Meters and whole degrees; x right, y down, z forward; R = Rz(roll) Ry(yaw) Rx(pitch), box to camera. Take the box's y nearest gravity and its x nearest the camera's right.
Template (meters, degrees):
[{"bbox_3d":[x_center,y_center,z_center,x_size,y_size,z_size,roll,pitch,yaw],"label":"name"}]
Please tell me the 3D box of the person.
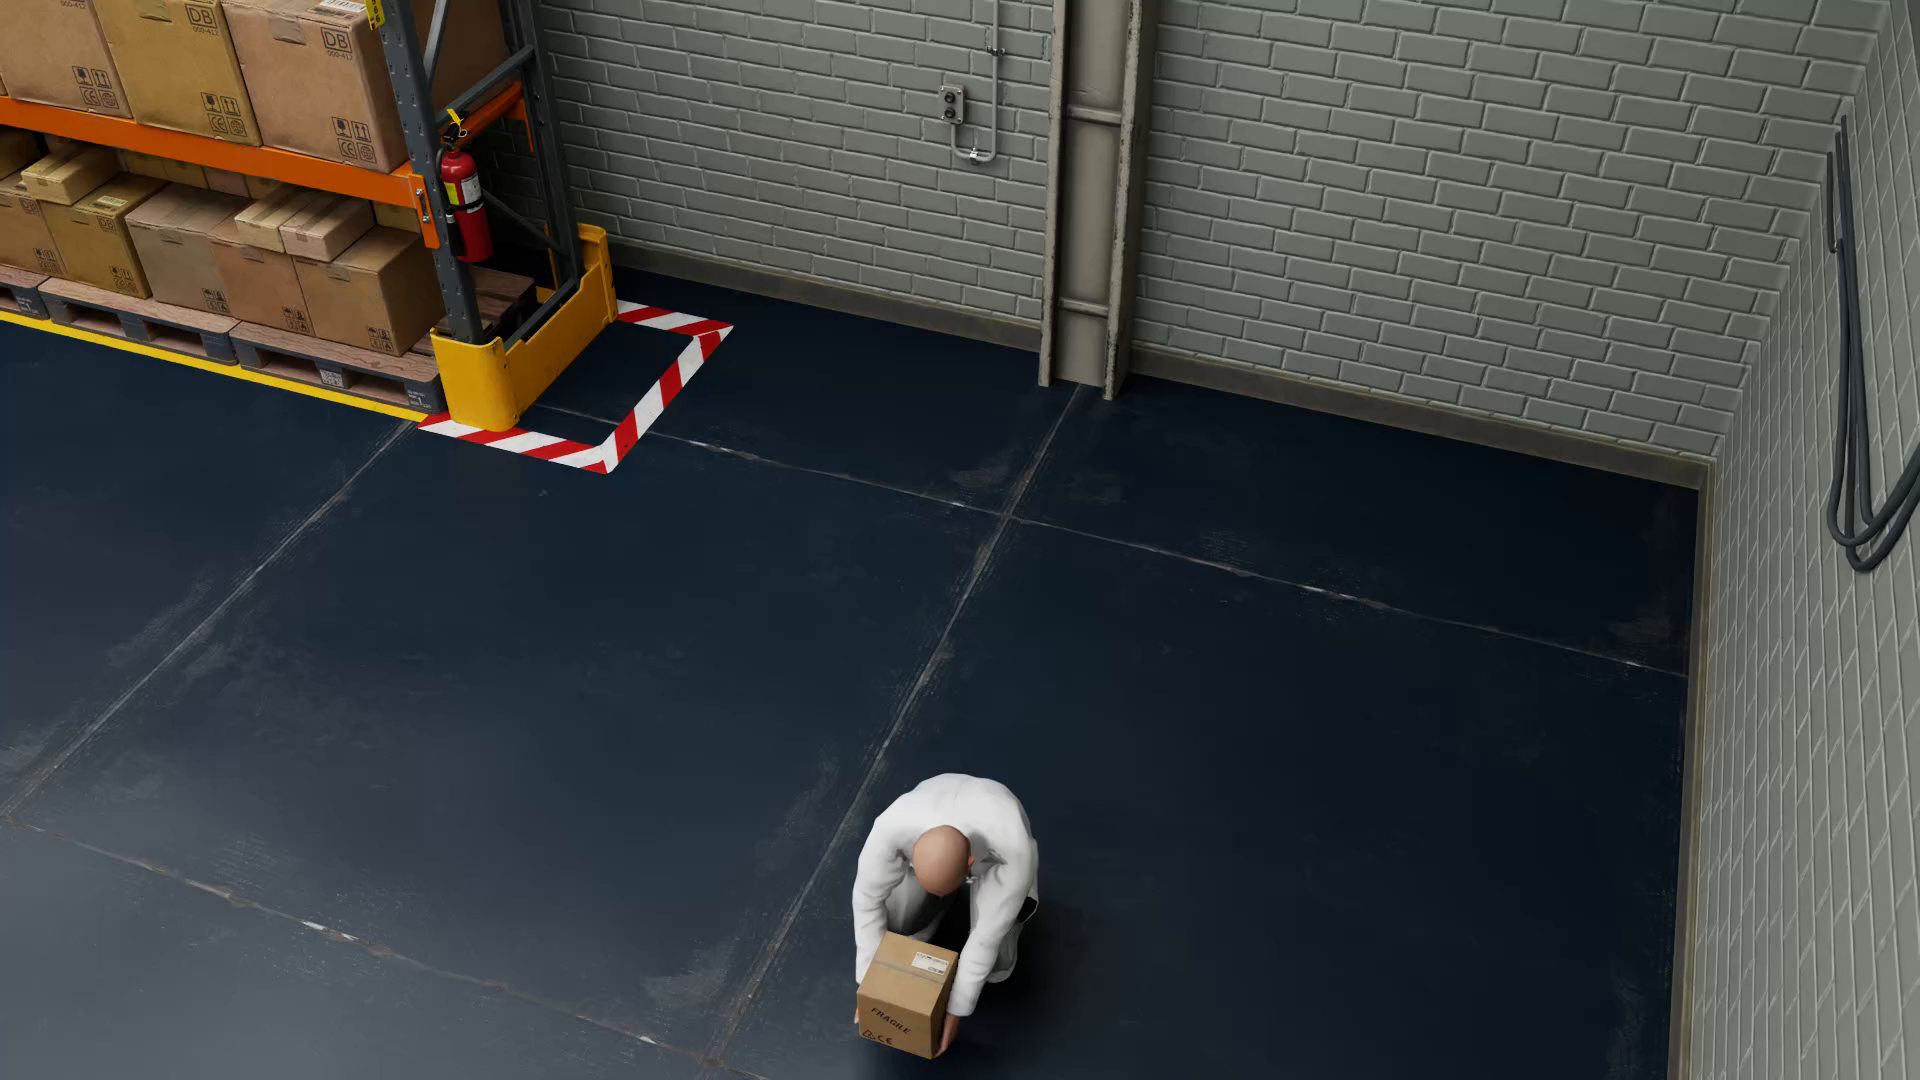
[{"bbox_3d":[-0.033,1.119,5.483,0.592,0.996,0.902,13,43,15],"label":"person"}]
